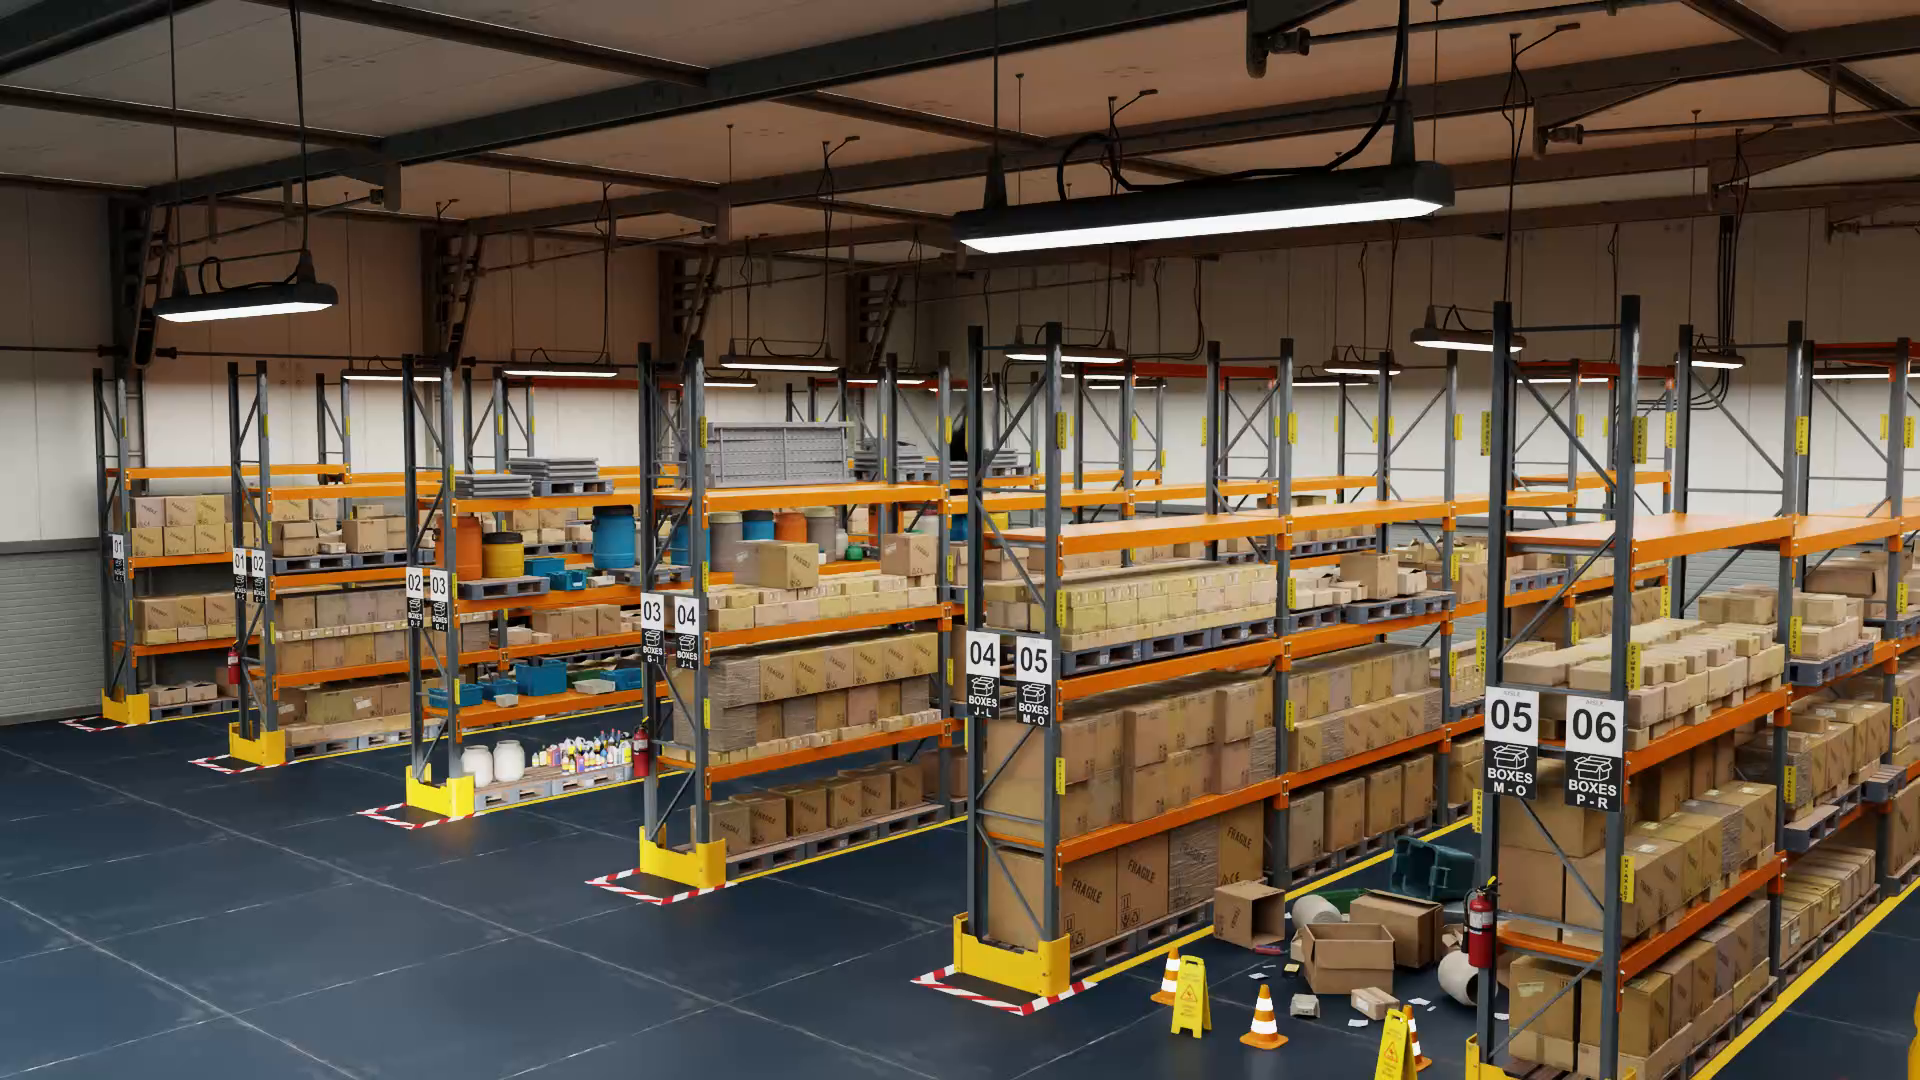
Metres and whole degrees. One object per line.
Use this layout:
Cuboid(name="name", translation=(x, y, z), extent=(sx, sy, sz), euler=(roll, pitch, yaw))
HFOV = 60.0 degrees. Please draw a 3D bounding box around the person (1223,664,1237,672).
Cuboid(name="person", translation=(3.807, 2.550, 23.826), extent=(0.717, 1.736, 0.644), euler=(4, 5, 40))
